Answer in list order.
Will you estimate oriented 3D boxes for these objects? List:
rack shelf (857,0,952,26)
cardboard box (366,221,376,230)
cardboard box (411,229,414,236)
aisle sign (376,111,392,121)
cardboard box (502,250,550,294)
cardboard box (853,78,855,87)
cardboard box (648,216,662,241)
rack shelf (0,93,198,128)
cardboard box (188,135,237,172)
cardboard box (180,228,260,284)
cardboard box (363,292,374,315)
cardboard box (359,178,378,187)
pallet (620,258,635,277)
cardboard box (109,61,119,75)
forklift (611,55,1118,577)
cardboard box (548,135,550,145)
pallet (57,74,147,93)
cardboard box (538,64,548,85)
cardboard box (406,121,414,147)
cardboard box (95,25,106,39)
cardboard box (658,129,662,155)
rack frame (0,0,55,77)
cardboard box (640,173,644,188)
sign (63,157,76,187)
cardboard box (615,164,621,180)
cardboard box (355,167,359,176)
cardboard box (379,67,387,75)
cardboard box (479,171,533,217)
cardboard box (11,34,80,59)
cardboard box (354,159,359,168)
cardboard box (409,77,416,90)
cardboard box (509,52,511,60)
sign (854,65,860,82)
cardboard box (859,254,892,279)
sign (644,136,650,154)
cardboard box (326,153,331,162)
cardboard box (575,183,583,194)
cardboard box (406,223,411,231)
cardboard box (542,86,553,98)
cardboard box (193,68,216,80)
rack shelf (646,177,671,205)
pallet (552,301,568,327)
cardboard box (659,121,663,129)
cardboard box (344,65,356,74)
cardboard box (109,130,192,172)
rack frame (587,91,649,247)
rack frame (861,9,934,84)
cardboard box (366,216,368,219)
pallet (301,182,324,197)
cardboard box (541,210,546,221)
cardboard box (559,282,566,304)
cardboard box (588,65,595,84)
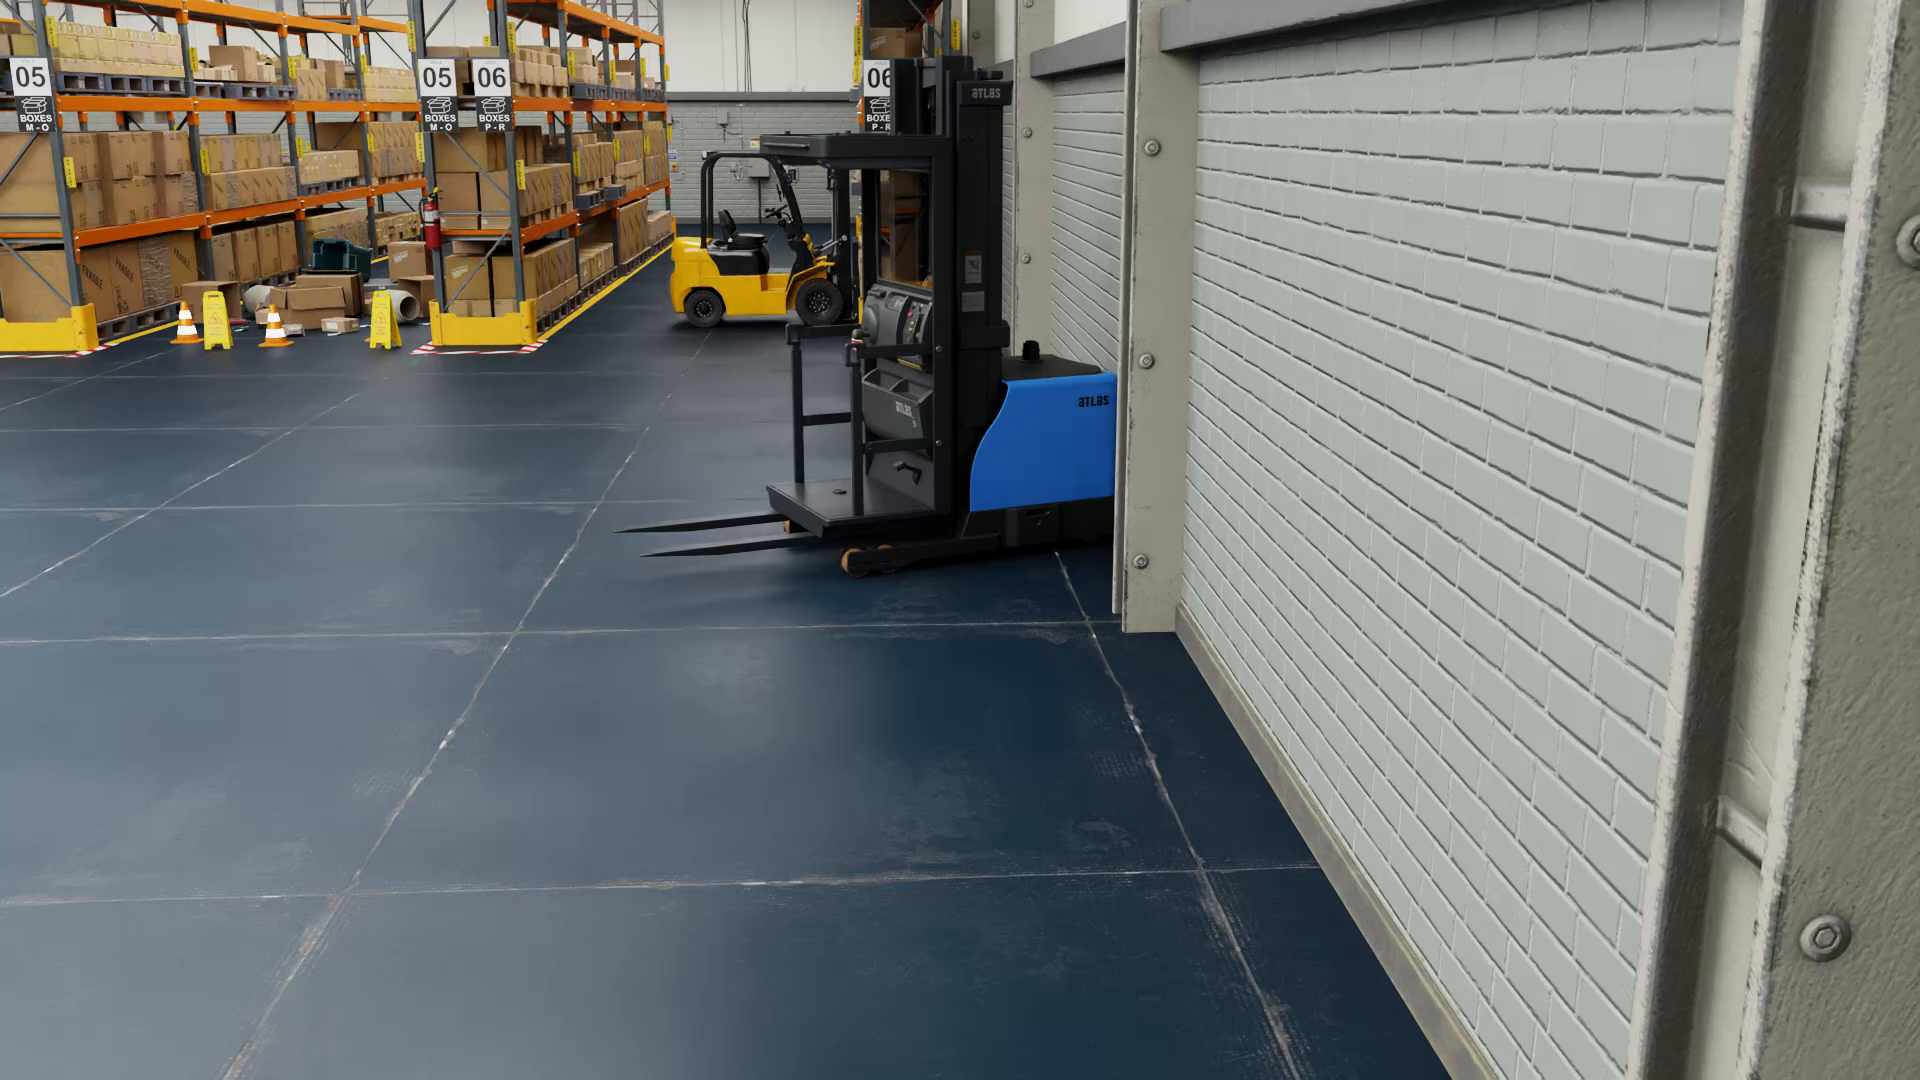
[{"bbox_3d":[-0.731,-6.681,20.680,1.077,0.370,4.000,-1,14,-3],"label":"rack shelf"},{"bbox_3d":[-11.054,-5.825,30.832,0.380,0.149,0.250,0,14,-1],"label":"cardboard box"},{"bbox_3d":[-11.199,-6.186,33.428,0.380,0.149,0.250,-1,14,-4],"label":"cardboard box"},{"bbox_3d":[-11.791,-8.893,33.853,0.394,0.787,0.004,-1,14,-3],"label":"aisle sign"},{"bbox_3d":[-5.374,-3.319,20.575,0.500,0.500,0.500,-1,14,-6],"label":"cardboard box"},{"bbox_3d":[-1.704,-8.117,29.493,0.380,0.149,0.250,-1,14,-3],"label":"cardboard box"},{"bbox_3d":[-6.293,-6.070,32.398,0.875,0.438,0.875,-1,14,-5],"label":"cardboard box"},{"bbox_3d":[-10.620,-5.243,20.308,1.077,0.370,4.000,-1,14,-3],"label":"rack shelf"},{"bbox_3d":[-10.845,-5.546,23.853,0.700,0.500,0.500,-1,14,-3],"label":"cardboard box"},{"bbox_3d":[-10.928,-4.143,24.281,1.050,0.750,0.750,-1,14,-3],"label":"cardboard box"},{"bbox_3d":[-7.901,-3.178,22.345,0.258,0.266,0.396,-13,20,-42],"label":"cardboard box"},{"bbox_3d":[-10.930,-6.580,30.583,0.380,0.149,0.250,0,14,-1],"label":"cardboard box"},{"bbox_3d":[-6.031,-4.579,27.900,1.003,0.211,1.213,-1,14,-3],"label":"pallet"},{"bbox_3d":[-10.275,-5.628,19.822,0.380,0.149,0.250,-1,14,-4],"label":"cardboard box"},{"bbox_3d":[-0.563,-1.353,9.902,3.031,2.935,1.130,-7,16,-25],"label":"forklift"},{"bbox_3d":[-6.159,-5.798,24.099,0.380,0.149,0.250,-2,15,-6],"label":"cardboard box"},{"bbox_3d":[-10.631,-5.540,20.195,1.003,0.211,1.213,-1,14,-3],"label":"pallet"},{"bbox_3d":[-5.417,-5.777,20.645,0.500,0.250,0.500,-1,14,-2],"label":"cardboard box"},{"bbox_3d":[-11.179,-8.061,33.033,0.500,0.500,0.500,-1,14,-5],"label":"cardboard box"},{"bbox_3d":[-10.261,-5.951,19.477,0.380,0.149,0.250,-1,14,-4],"label":"cardboard box"},{"bbox_3d":[-6.196,-7.886,32.949,0.500,0.500,0.500,-1,14,-4],"label":"cardboard box"},{"bbox_3d":[-10.496,-6.547,17.911,1.000,3.000,0.127,-1,14,-3],"label":"rack frame"},{"bbox_3d":[-6.026,-6.547,30.253,0.500,0.250,0.500,-1,14,-5],"label":"cardboard box"},{"bbox_3d":[-9.941,-4.106,18.569,0.100,0.325,0.005,-1,14,-3],"label":"sign"},{"bbox_3d":[-5.842,-6.032,27.247,0.500,0.250,0.500,-1,14,-4],"label":"cardboard box"},{"bbox_3d":[-11.017,-6.612,29.865,0.380,0.149,0.250,-1,14,-5],"label":"cardboard box"},{"bbox_3d":[-11.049,-8.845,31.360,0.380,0.149,0.250,0,14,-1],"label":"cardboard box"},{"bbox_3d":[-5.314,-4.057,19.479,0.500,0.500,0.500,-1,14,-4],"label":"cardboard box"},{"bbox_3d":[-10.269,-5.541,18.684,0.500,0.250,0.500,-1,14,-4],"label":"cardboard box"},{"bbox_3d":[-11.017,-6.756,29.827,0.380,0.149,0.250,0,14,-2],"label":"cardboard box"},{"bbox_3d":[-11.205,-9.132,33.277,0.500,0.250,0.500,-1,14,-5],"label":"cardboard box"},{"bbox_3d":[-5.411,-5.614,19.210,0.380,0.149,0.250,-1,14,-4],"label":"cardboard box"},{"bbox_3d":[-1.645,-7.505,26.619,0.100,0.325,0.005,-1,14,-3],"label":"sign"},{"bbox_3d":[-0.947,-3.286,19.947,0.500,0.250,0.500,0,14,-2],"label":"cardboard box"},{"bbox_3d":[-5.764,-7.260,30.560,0.100,0.325,0.005,-1,14,-3],"label":"sign"},{"bbox_3d":[-10.921,-6.508,28.267,0.380,0.149,0.250,-1,14,-4],"label":"cardboard box"},{"bbox_3d":[-5.528,-4.962,23.452,0.380,0.149,0.250,-1,14,-3],"label":"cardboard box"},{"bbox_3d":[-11.091,-6.203,32.895,0.380,0.149,0.250,-1,14,-3],"label":"cardboard box"},{"bbox_3d":[-5.436,-5.739,21.295,0.380,0.149,0.250,0,14,-2],"label":"cardboard box"},{"bbox_3d":[-10.560,-6.481,23.135,0.250,0.149,0.380,-1,14,-3],"label":"cardboard box"},{"bbox_3d":[-6.429,-6.876,32.676,1.077,0.370,4.000,-1,14,-3],"label":"rack shelf"},{"bbox_3d":[-5.654,-2.917,21.438,1.003,0.211,1.213,-1,14,-3],"label":"pallet"},{"bbox_3d":[-6.191,-8.357,33.478,0.380,0.149,0.250,-1,14,-4],"label":"cardboard box"},{"bbox_3d":[-11.015,-8.517,30.087,0.380,0.149,0.250,-1,14,-4],"label":"cardboard box"},{"bbox_3d":[-10.755,-5.139,22.013,0.875,0.550,0.550,-1,14,-3],"label":"cardboard box"},{"bbox_3d":[-6.305,-6.727,30.653,1.000,3.000,0.127,-1,14,-3],"label":"rack frame"},{"bbox_3d":[-0.855,-7.721,22.474,1.000,3.000,0.127,-1,14,-3],"label":"rack frame"},{"bbox_3d":[-11.581,-6.208,32.318,0.380,0.149,0.250,-1,14,-3],"label":"cardboard box"},{"bbox_3d":[-11.142,-5.714,27.098,1.213,0.211,1.003,-1,14,-3],"label":"pallet"},{"bbox_3d":[-5.424,-4.097,20.935,0.380,0.149,0.250,-1,14,-5],"label":"cardboard box"},{"bbox_3d":[-5.435,-3.208,21.649,0.500,0.250,0.500,-1,14,-3],"label":"cardboard box"},{"bbox_3d":[-5.478,-6.599,23.592,0.500,0.250,0.500,-1,14,-4],"label":"cardboard box"}]
